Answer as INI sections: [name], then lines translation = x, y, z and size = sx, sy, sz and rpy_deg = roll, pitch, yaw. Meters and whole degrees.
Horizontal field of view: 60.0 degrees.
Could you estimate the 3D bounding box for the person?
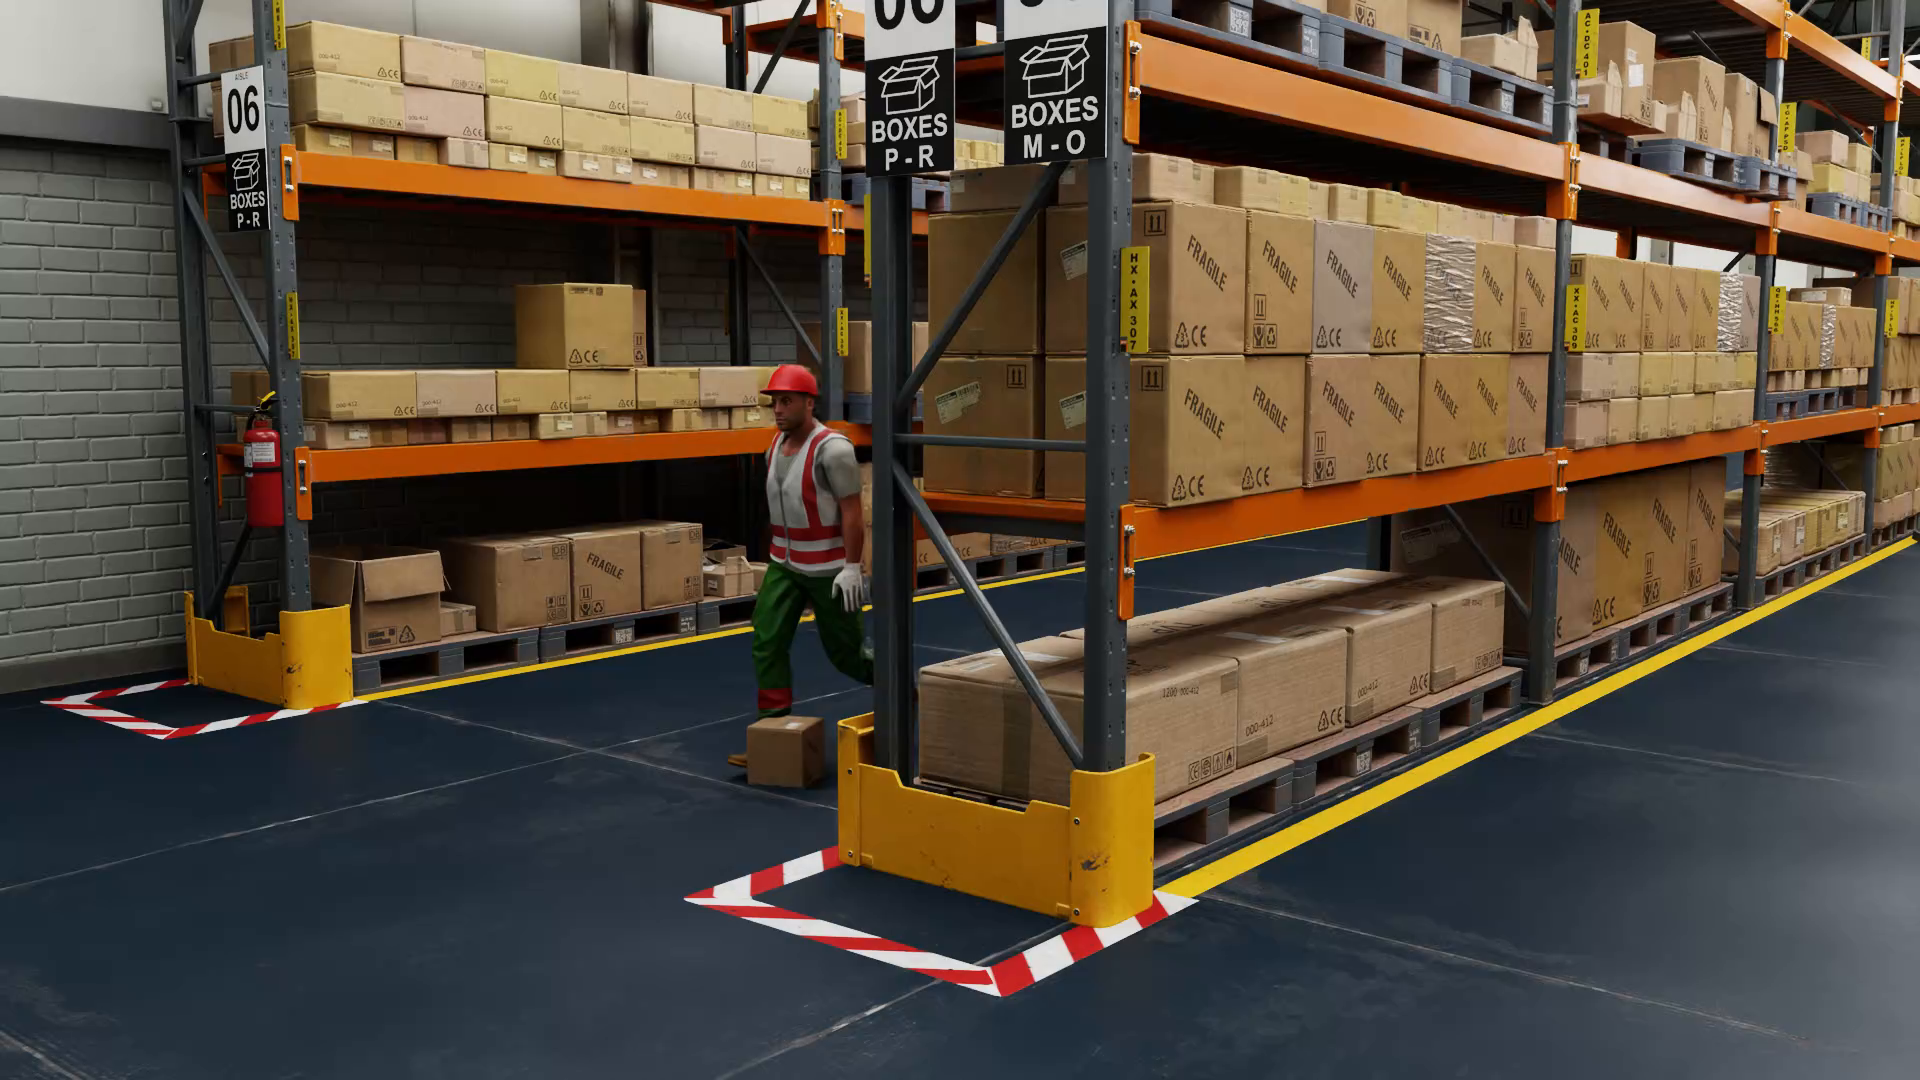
[person]
translation = -0.580, 0.112, 7.246
size = 0.548, 1.750, 0.993
rpy_deg = 6, 9, 40
